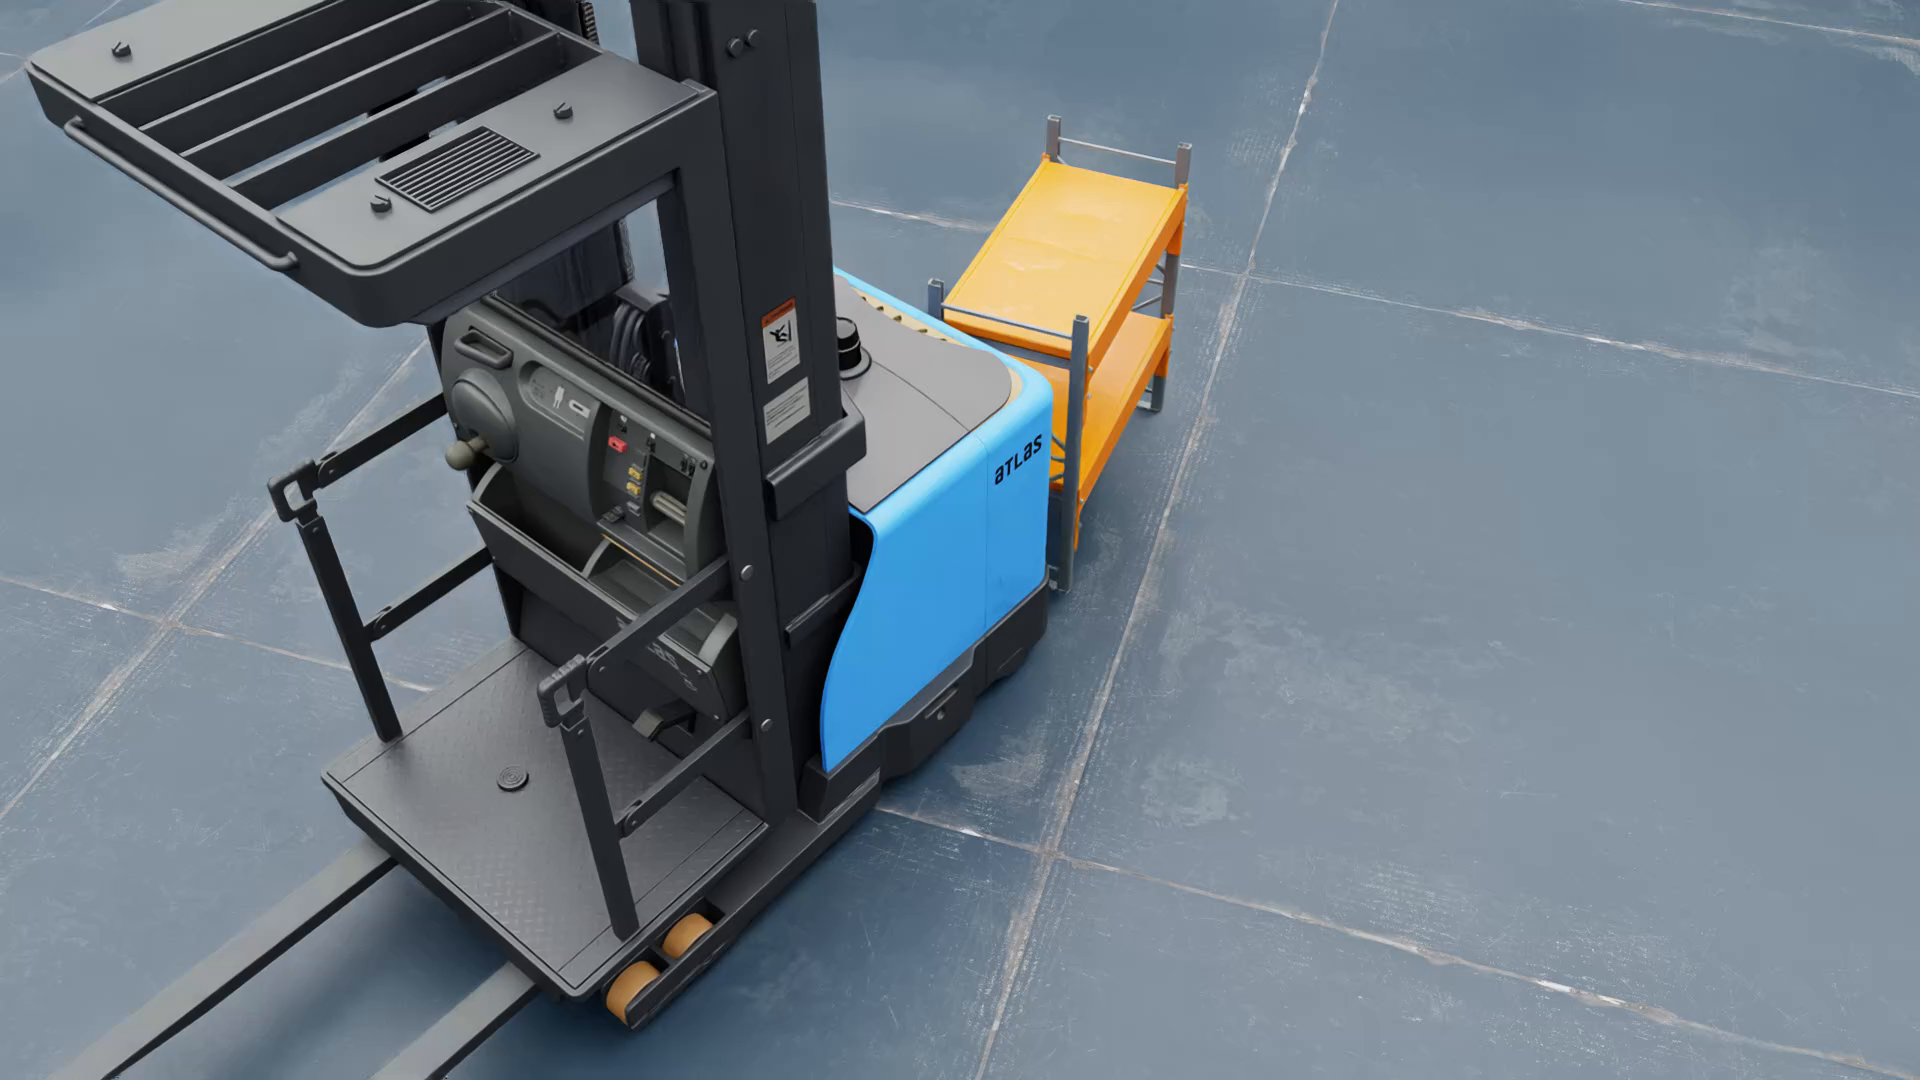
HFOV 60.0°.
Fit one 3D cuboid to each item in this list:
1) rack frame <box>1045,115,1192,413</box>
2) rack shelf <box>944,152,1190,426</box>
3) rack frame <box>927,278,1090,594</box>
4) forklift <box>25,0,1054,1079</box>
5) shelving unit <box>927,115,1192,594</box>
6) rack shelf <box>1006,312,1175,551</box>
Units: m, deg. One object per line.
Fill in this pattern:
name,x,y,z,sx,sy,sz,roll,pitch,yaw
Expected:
rack frame,0.528,-0.956,5.923,0.500,1.125,0.032,16,47,16
rack shelf,0.334,-0.837,5.383,0.538,0.278,1.000,16,47,16
rack frame,0.139,-0.299,5.252,0.500,1.125,0.032,16,47,16
forklift,-1.053,-0.162,3.820,1.130,2.935,3.031,30,52,27
shelving unit,0.334,-0.628,5.587,0.538,1.125,1.048,16,47,16
rack shelf,0.334,-0.453,5.758,0.538,0.278,1.000,16,47,16
